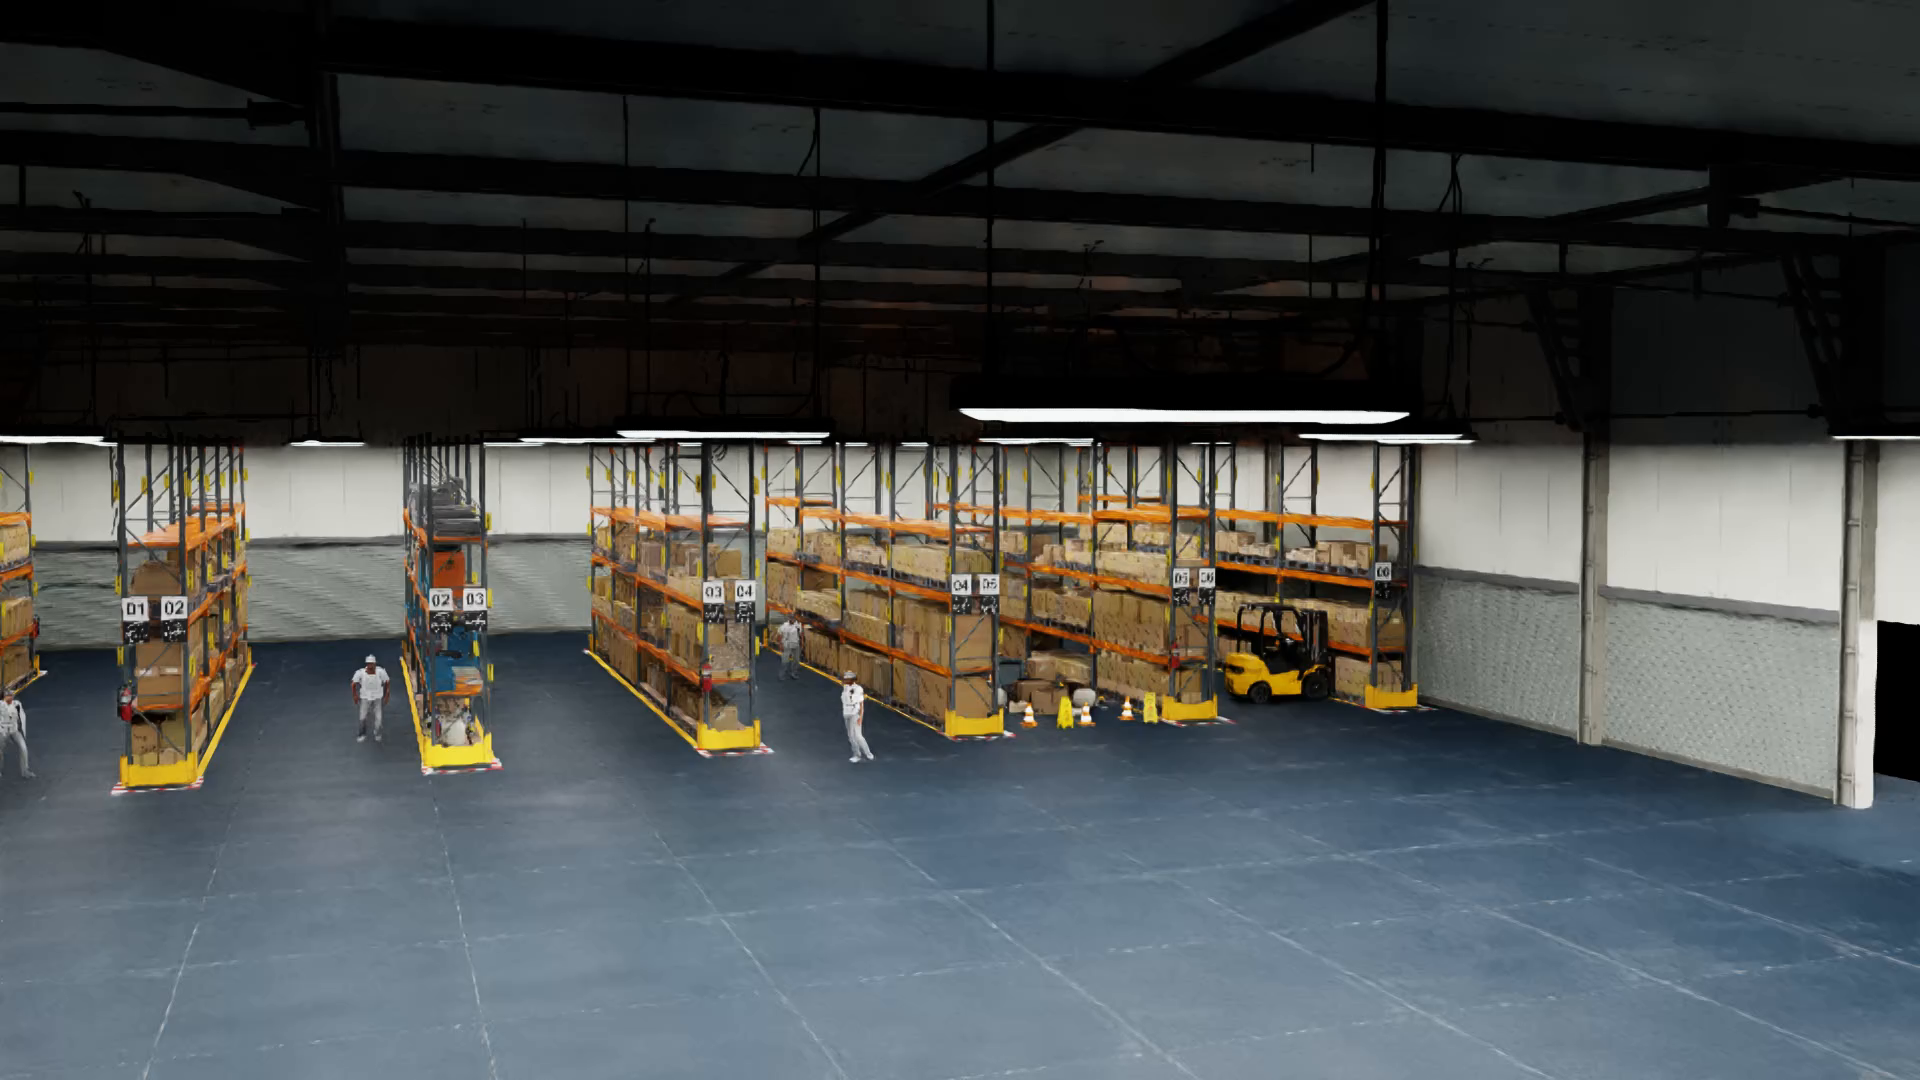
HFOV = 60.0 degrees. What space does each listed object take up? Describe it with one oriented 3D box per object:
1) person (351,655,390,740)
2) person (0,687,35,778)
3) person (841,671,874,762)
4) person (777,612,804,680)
[{"bbox_3d":[-11.480,3.077,32.406,0.719,1.715,0.578,-1,3,-20],"label":"person"},{"bbox_3d":[-16.427,3.314,28.728,0.632,1.616,0.773,-3,4,-40],"label":"person"},{"bbox_3d":[-1.878,3.208,30.273,0.619,1.653,0.452,2,4,38],"label":"person"},{"bbox_3d":[-4.177,2.598,41.001,0.683,1.714,0.532,-1,3,-22],"label":"person"}]
